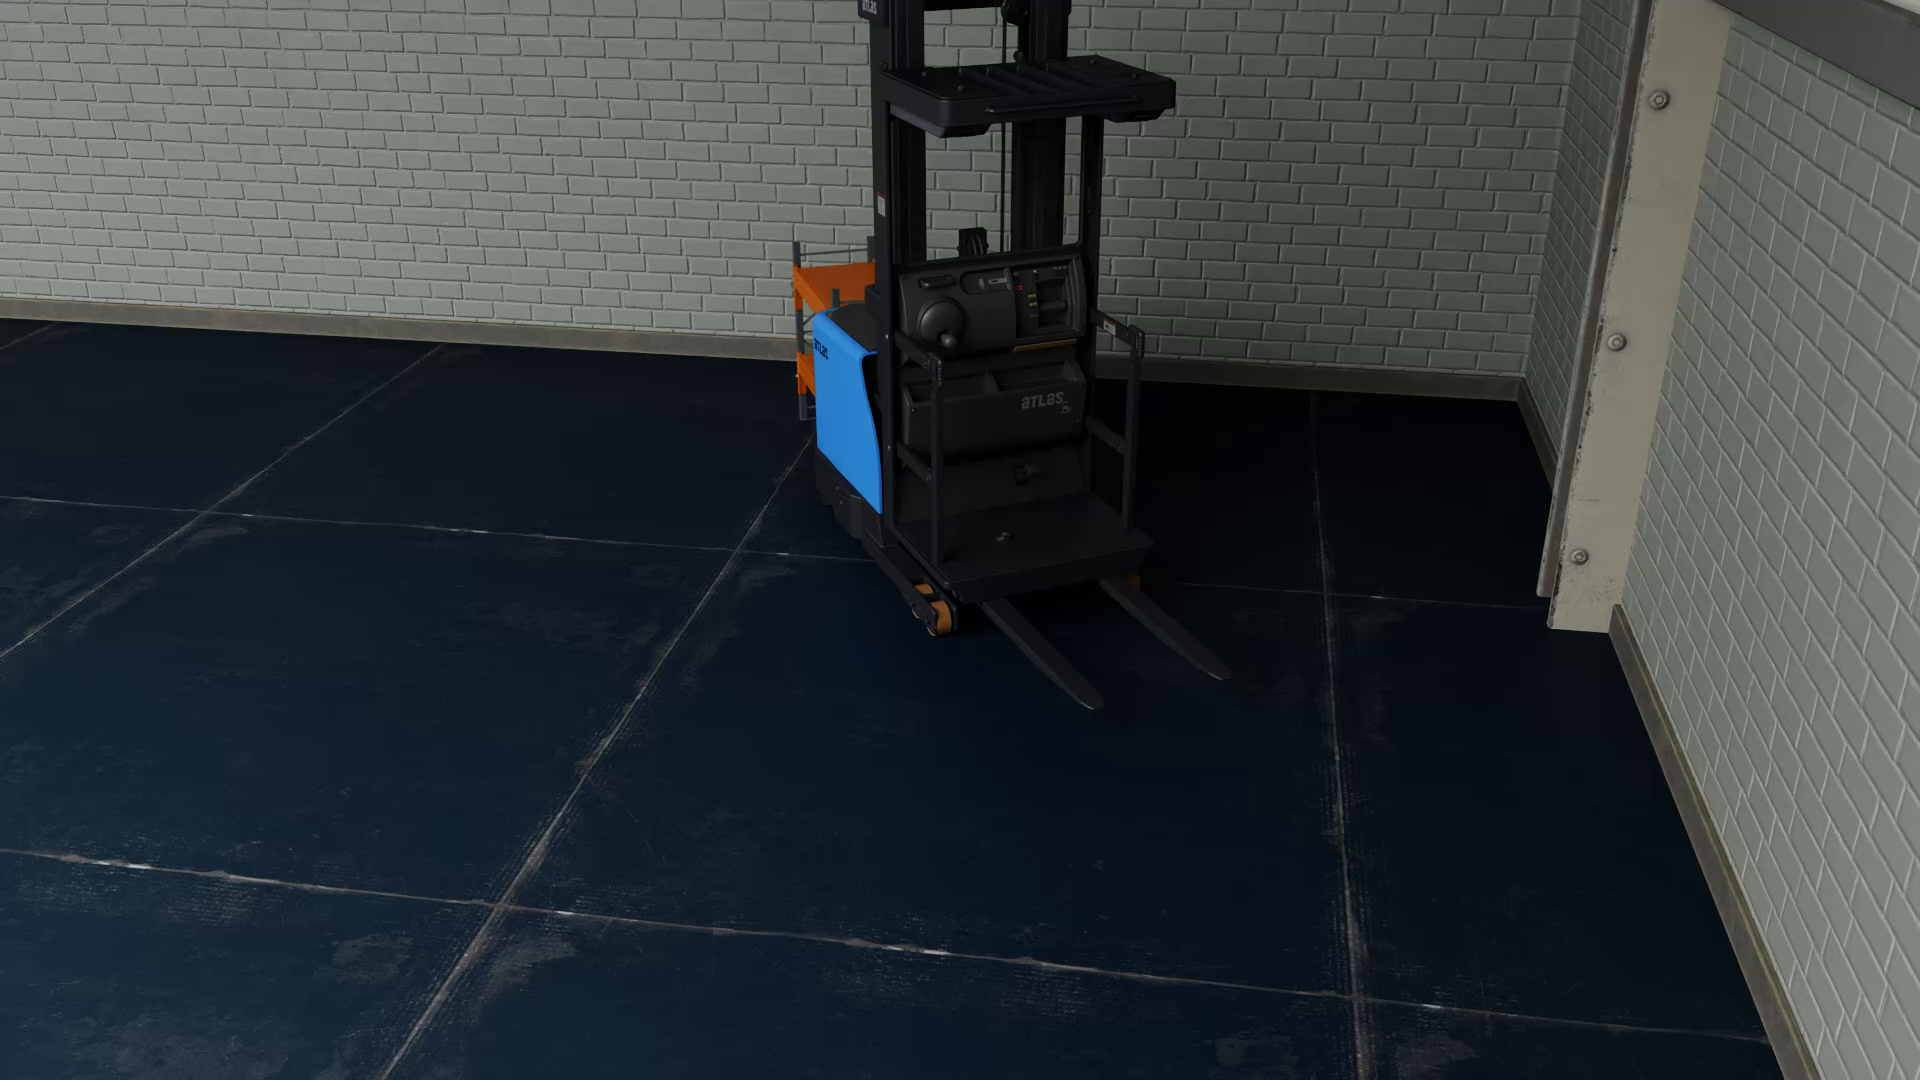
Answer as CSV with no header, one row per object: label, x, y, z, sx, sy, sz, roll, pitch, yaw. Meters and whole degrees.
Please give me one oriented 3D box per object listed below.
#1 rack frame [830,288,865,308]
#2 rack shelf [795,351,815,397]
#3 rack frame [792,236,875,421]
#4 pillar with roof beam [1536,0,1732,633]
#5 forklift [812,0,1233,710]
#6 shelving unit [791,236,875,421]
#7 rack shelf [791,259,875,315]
rack frame,-0.458,-0.875,9.292,0.500,1.125,0.032,-7,26,-15
rack shelf,-0.607,-0.859,9.836,0.538,0.278,1.000,-7,26,-15
rack frame,-0.755,-1.287,10.173,0.500,1.125,0.032,-7,26,-15
pillar with roof beam,-1.281,-4.029,6.742,9.100,9.000,0.400,4,25,9
forklift,0.247,-1.083,7.606,1.130,2.935,3.031,-10,27,-21
shelving unit,-0.607,-1.081,9.732,0.538,1.125,1.048,-7,26,-15
rack shelf,-0.607,-1.346,9.608,0.538,0.278,1.000,-7,26,-15
